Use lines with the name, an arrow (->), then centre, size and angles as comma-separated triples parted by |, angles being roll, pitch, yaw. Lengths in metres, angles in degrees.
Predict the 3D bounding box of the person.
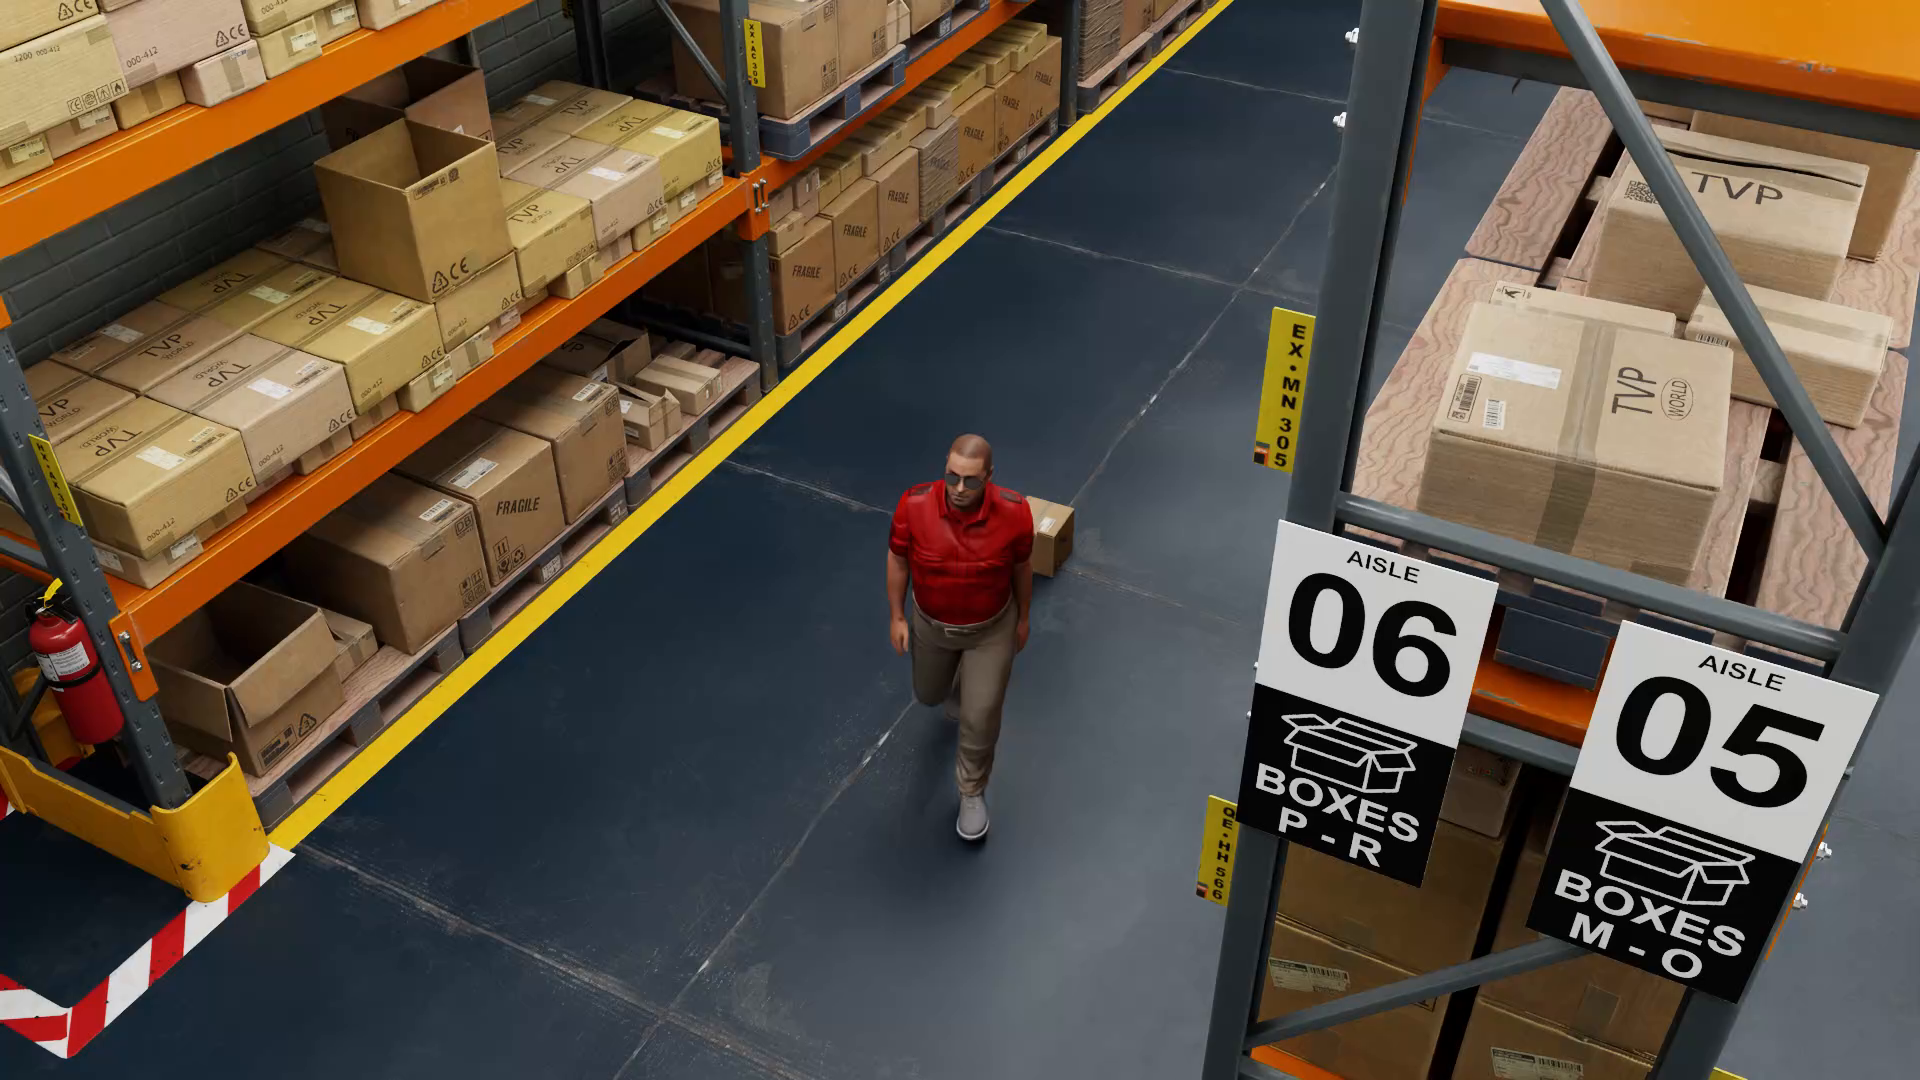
person -> -0.009, 0.066, 6.139 | 0.550, 1.045, 0.322 | 4, 38, 6
